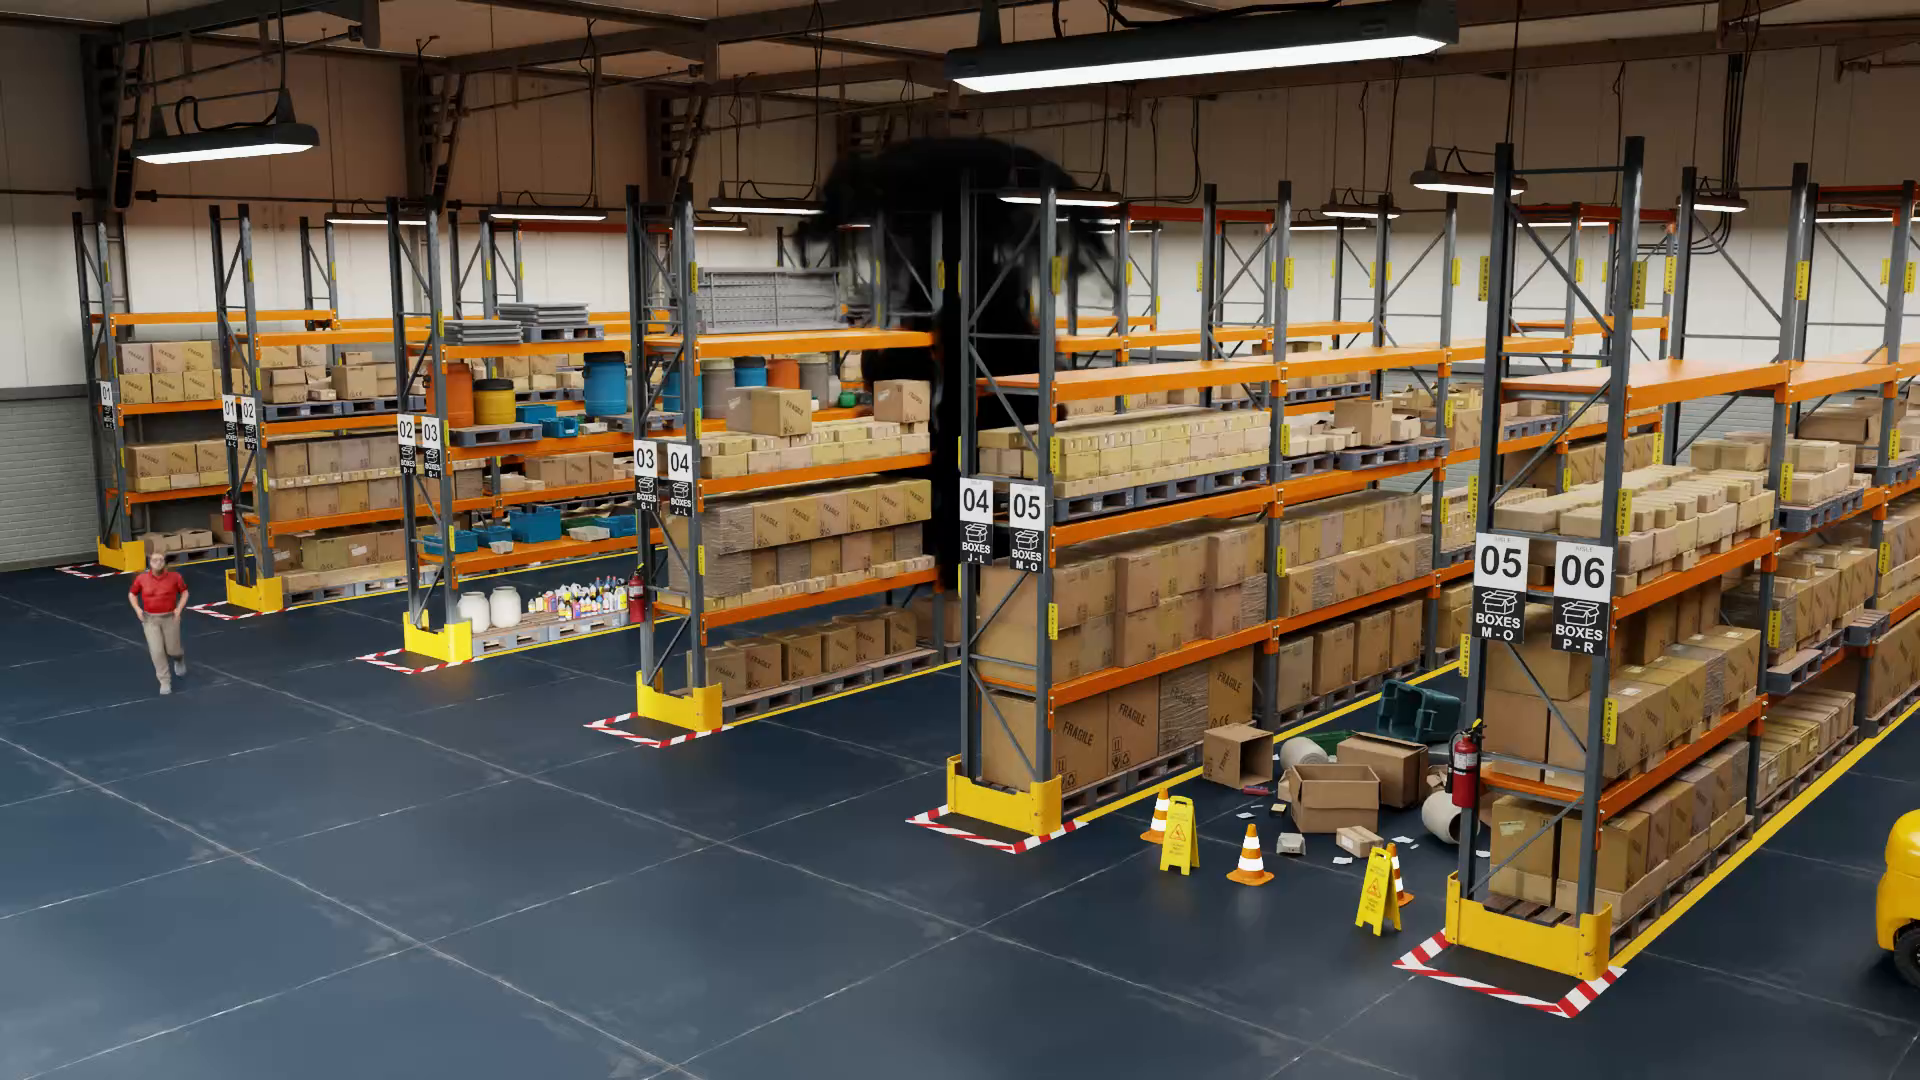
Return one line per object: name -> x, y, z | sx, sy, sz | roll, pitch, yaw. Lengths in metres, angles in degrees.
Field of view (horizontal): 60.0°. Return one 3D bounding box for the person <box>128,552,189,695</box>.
person -> -9.764, 0.986, 20.310 | 0.663, 1.709, 0.740 | -4, 10, -24
